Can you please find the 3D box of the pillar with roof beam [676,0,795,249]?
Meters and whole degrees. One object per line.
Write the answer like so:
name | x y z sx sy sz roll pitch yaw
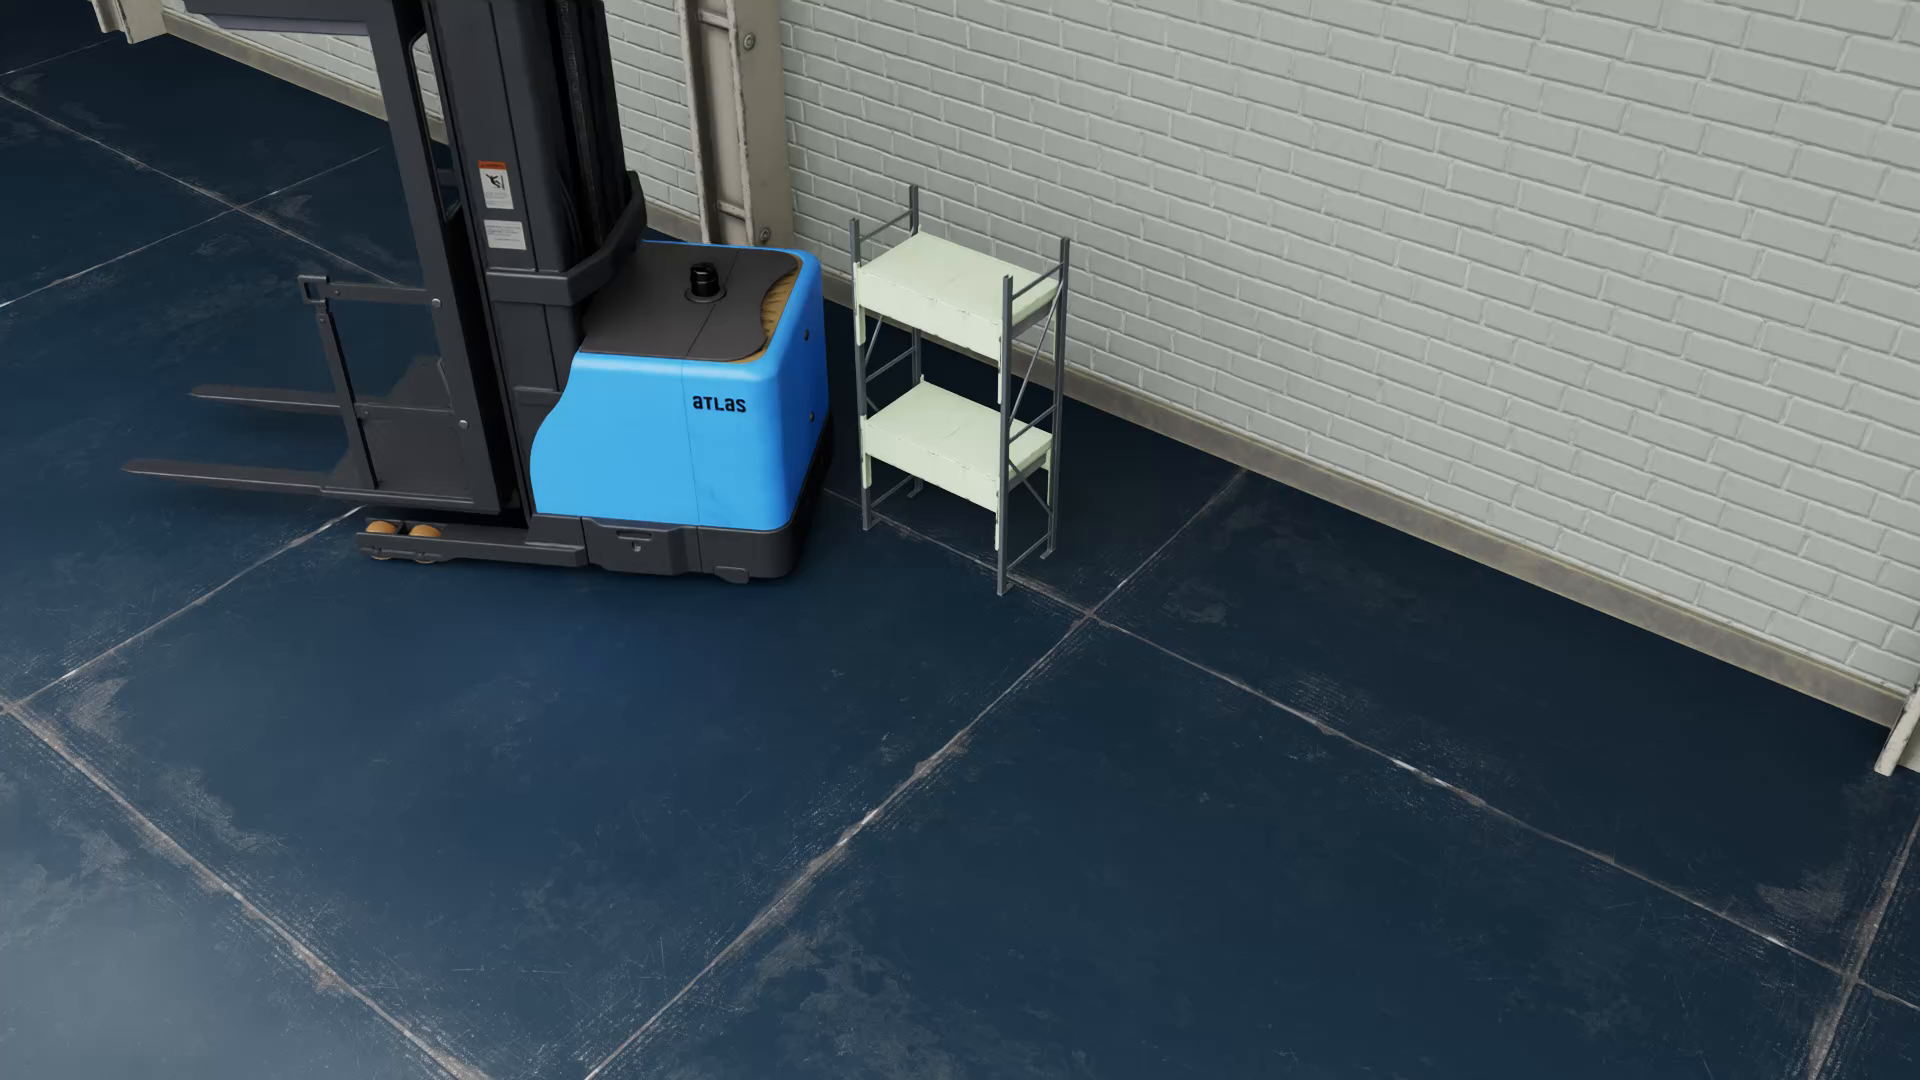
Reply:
pillar with roof beam | -3.746 -2.831 3.566 0.400 9.000 9.100 25 45 29

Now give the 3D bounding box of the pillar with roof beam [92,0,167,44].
pillar with roof beam | -8.512 -5.078 6.436 0.400 9.000 9.100 25 45 29

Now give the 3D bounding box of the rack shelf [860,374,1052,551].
rack shelf | -0.005 -0.336 6.992 0.720 0.370 0.431 25 45 29

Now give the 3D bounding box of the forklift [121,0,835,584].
forklift | -2.135 -1.371 6.624 3.031 2.935 1.130 5 38 6

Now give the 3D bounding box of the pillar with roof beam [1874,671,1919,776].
pillar with roof beam | 1.020 -0.584 0.696 0.400 9.000 9.100 25 45 29

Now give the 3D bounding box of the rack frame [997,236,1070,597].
rack frame | 0.285 -0.456 6.616 0.023 1.500 0.400 25 45 29

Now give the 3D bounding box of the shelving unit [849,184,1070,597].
shelving unit | -0.005 -0.593 6.791 0.755 1.500 0.431 25 45 29

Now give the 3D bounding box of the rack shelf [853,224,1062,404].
rack shelf | -0.005 -0.900 6.550 0.720 0.370 0.431 25 45 29

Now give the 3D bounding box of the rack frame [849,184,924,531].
rack frame | -0.296 -0.730 6.966 0.023 1.500 0.400 25 45 29
